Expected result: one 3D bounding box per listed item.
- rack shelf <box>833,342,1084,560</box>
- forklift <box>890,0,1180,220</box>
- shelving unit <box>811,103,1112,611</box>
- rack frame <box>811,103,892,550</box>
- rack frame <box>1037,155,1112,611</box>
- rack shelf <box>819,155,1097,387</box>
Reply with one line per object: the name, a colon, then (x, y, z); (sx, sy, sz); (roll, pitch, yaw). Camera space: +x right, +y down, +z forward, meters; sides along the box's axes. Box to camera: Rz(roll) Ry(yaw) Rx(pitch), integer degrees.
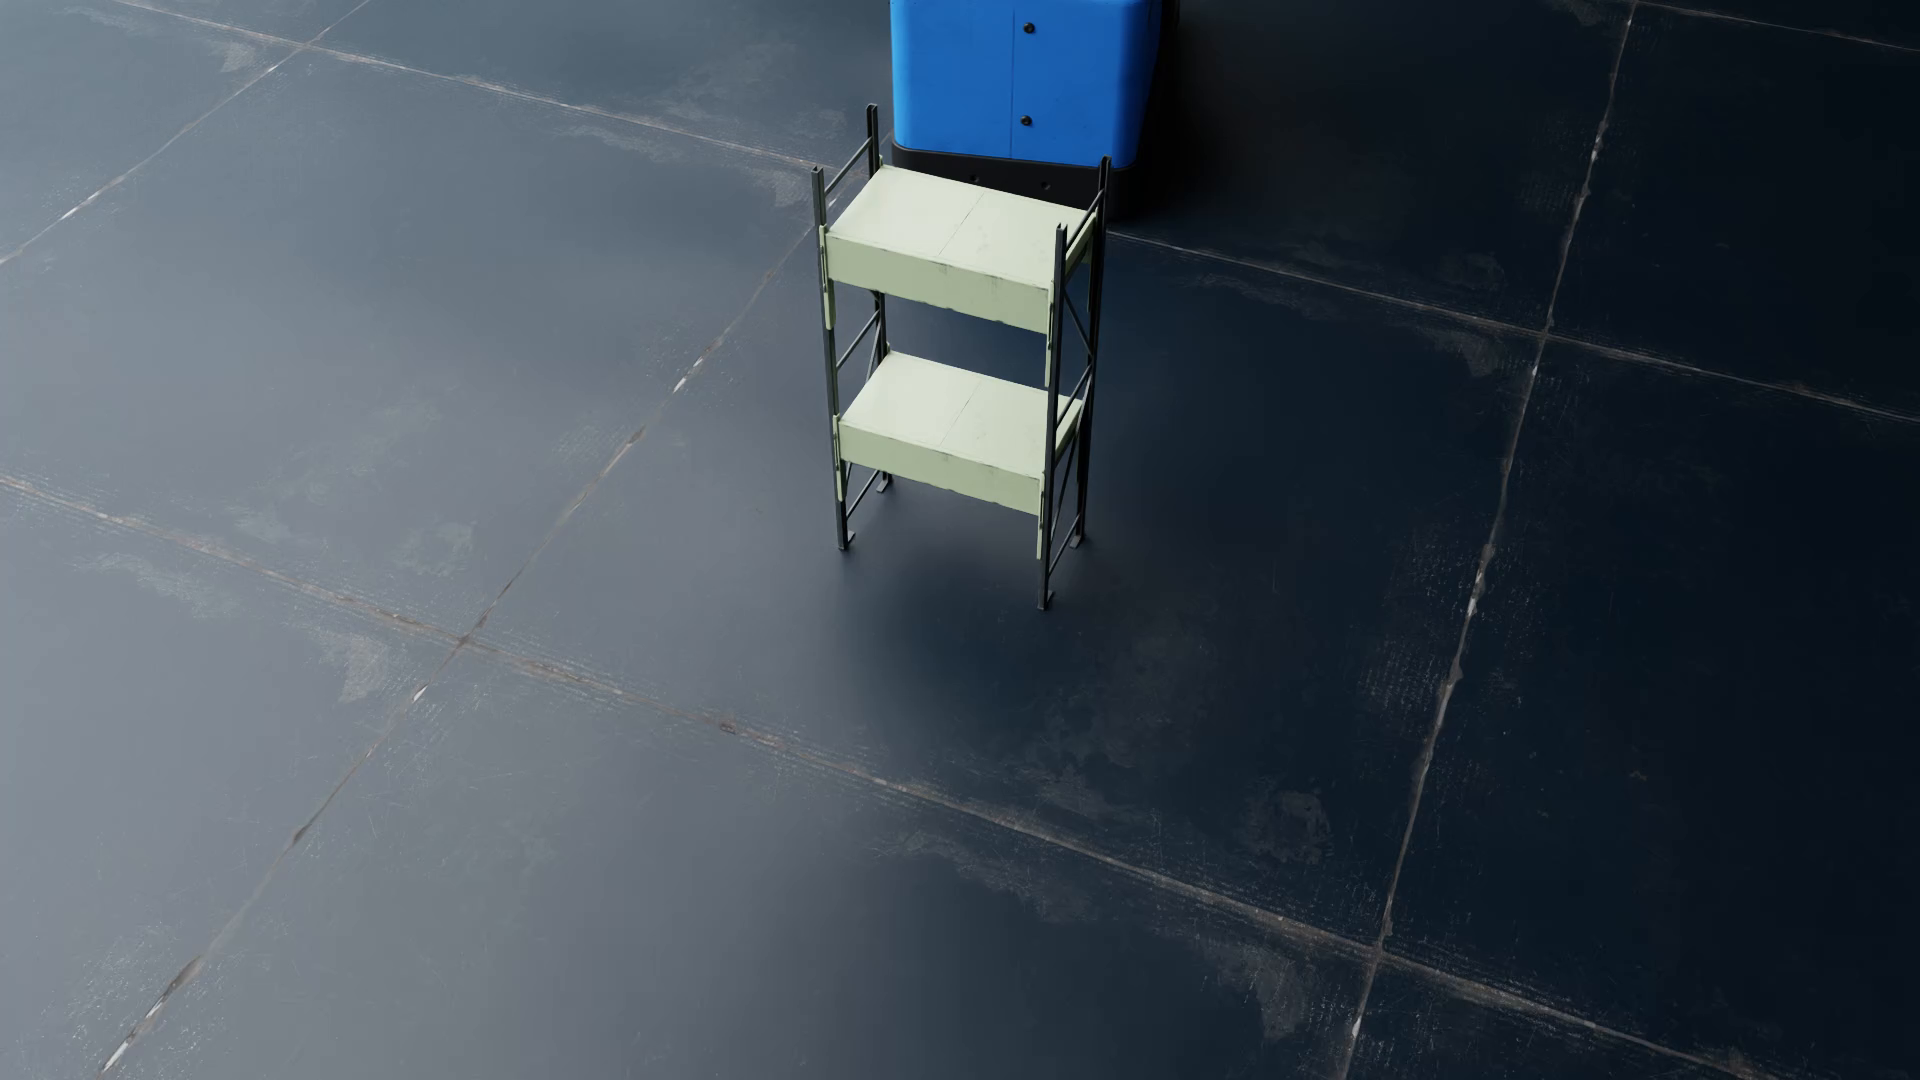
rack shelf: (0.006, -0.299, 5.449); (0.720, 0.370, 0.431); (16, 47, 16)
forklift: (0.482, -3.440, 7.130); (1.130, 2.935, 3.031); (7, 45, 7)
shelving unit: (0.006, -0.530, 5.219); (0.755, 1.500, 0.431); (16, 47, 16)
rack frame: (-0.332, -0.629, 5.319); (0.023, 1.500, 0.400); (16, 47, 16)
rack frame: (0.344, -0.430, 5.119); (0.023, 1.500, 0.400); (16, 47, 16)
rack shelf: (0.006, -0.807, 4.944); (0.720, 0.370, 0.431); (16, 47, 16)
